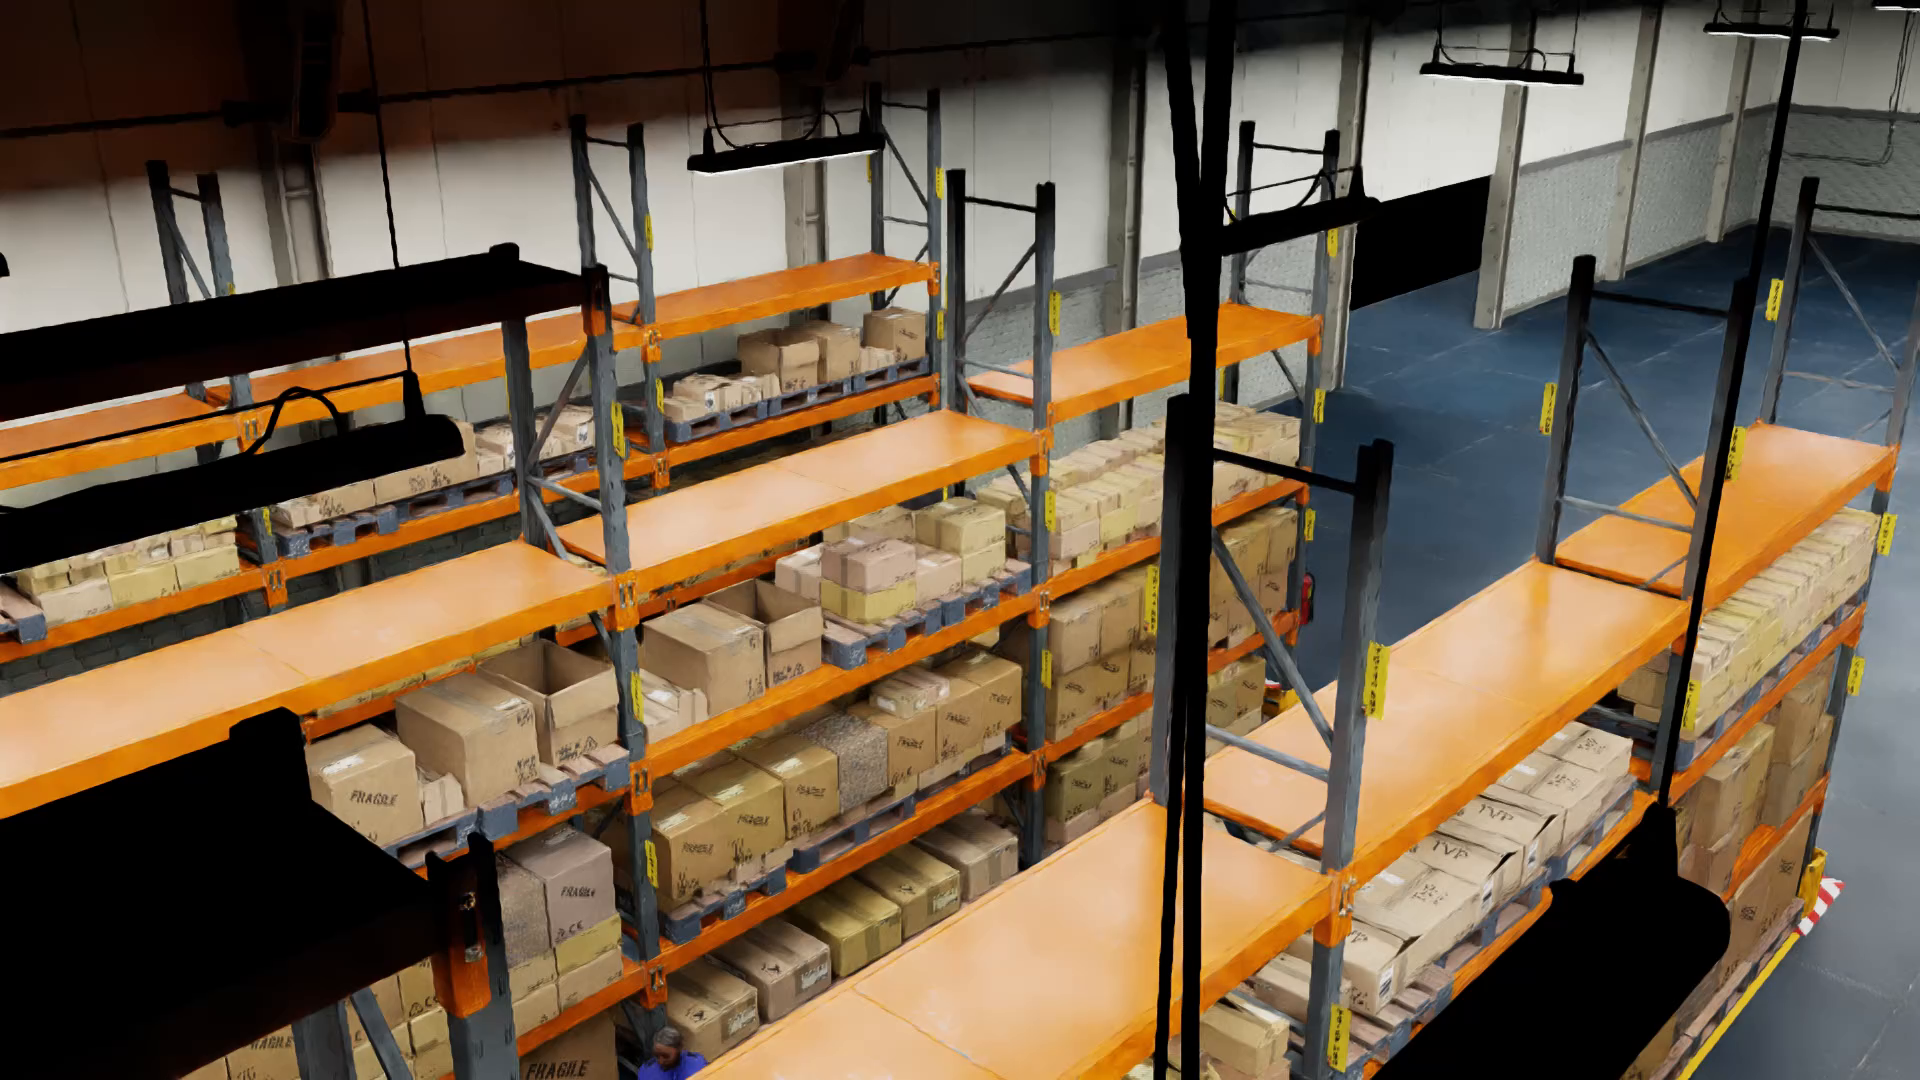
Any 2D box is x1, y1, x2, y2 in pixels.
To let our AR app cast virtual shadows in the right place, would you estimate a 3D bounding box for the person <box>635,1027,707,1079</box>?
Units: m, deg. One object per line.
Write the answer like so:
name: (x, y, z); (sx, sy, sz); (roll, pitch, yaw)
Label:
person: (-1.747, 3.689, 10.215); (0.585, 1.634, 0.555); (-8, 23, -20)
